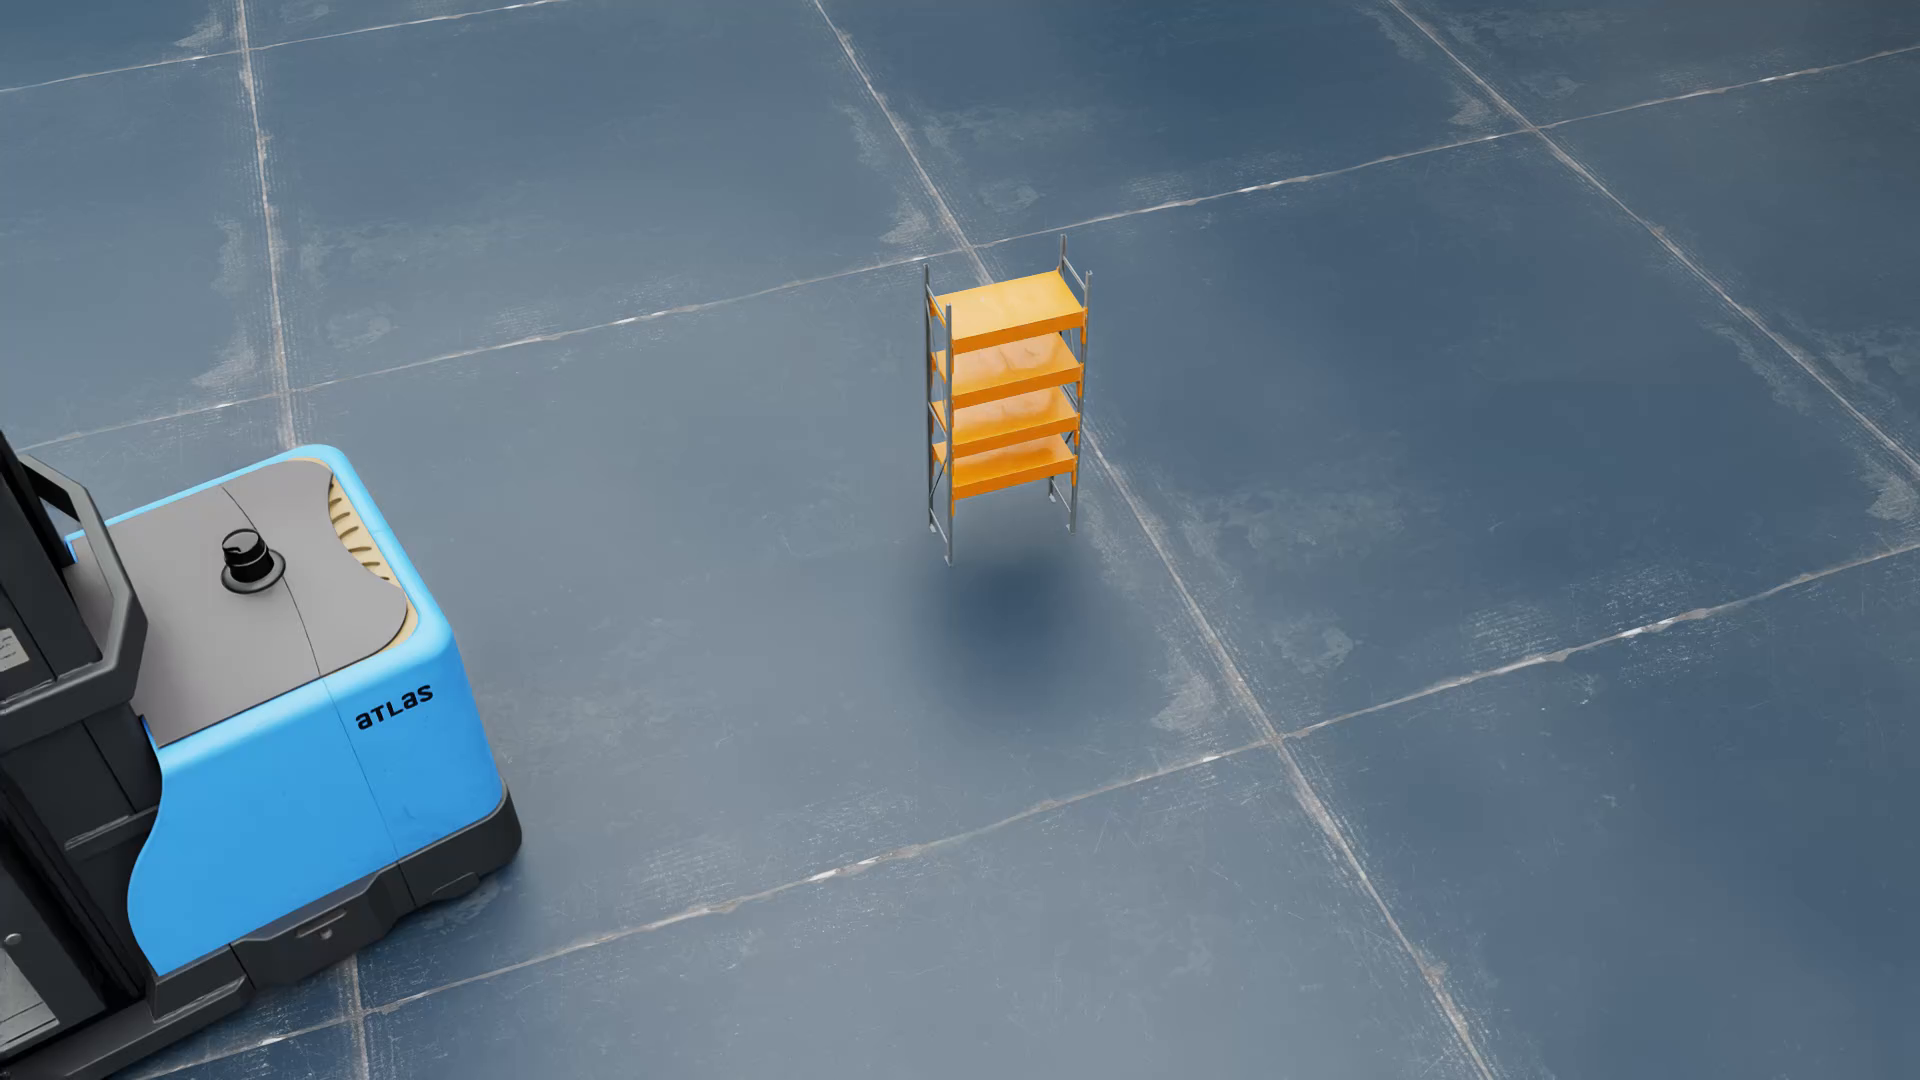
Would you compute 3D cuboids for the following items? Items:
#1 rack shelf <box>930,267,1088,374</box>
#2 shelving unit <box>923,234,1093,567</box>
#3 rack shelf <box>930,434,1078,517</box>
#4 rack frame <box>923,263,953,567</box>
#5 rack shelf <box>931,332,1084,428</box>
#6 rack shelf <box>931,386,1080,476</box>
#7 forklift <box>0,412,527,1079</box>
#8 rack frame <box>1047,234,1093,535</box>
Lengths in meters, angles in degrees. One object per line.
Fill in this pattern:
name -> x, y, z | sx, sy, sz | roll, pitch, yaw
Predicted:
rack shelf -> 0.156, -0.741, 5.586 | 0.480, 0.148, 0.258 | -14, 47, -14
shelving unit -> 0.156, -0.463, 5.865 | 0.503, 1.200, 0.258 | -14, 47, -14
rack shelf -> 0.156, -0.276, 6.053 | 0.480, 0.148, 0.258 | -14, 47, -14
rack frame -> -0.074, -0.405, 5.806 | 0.015, 1.200, 0.240 | -14, 47, -14
rack shelf -> 0.156, -0.574, 5.754 | 0.480, 0.148, 0.258 | -14, 47, -14
rack shelf -> 0.156, -0.416, 5.912 | 0.480, 0.148, 0.258 | -14, 47, -14
forklift -> -2.865, 0.269, 3.913 | 3.031, 2.935, 1.130 | -26, 50, -23
rack frame -> 0.385, -0.522, 5.923 | 0.015, 1.200, 0.240 | -14, 47, -14
